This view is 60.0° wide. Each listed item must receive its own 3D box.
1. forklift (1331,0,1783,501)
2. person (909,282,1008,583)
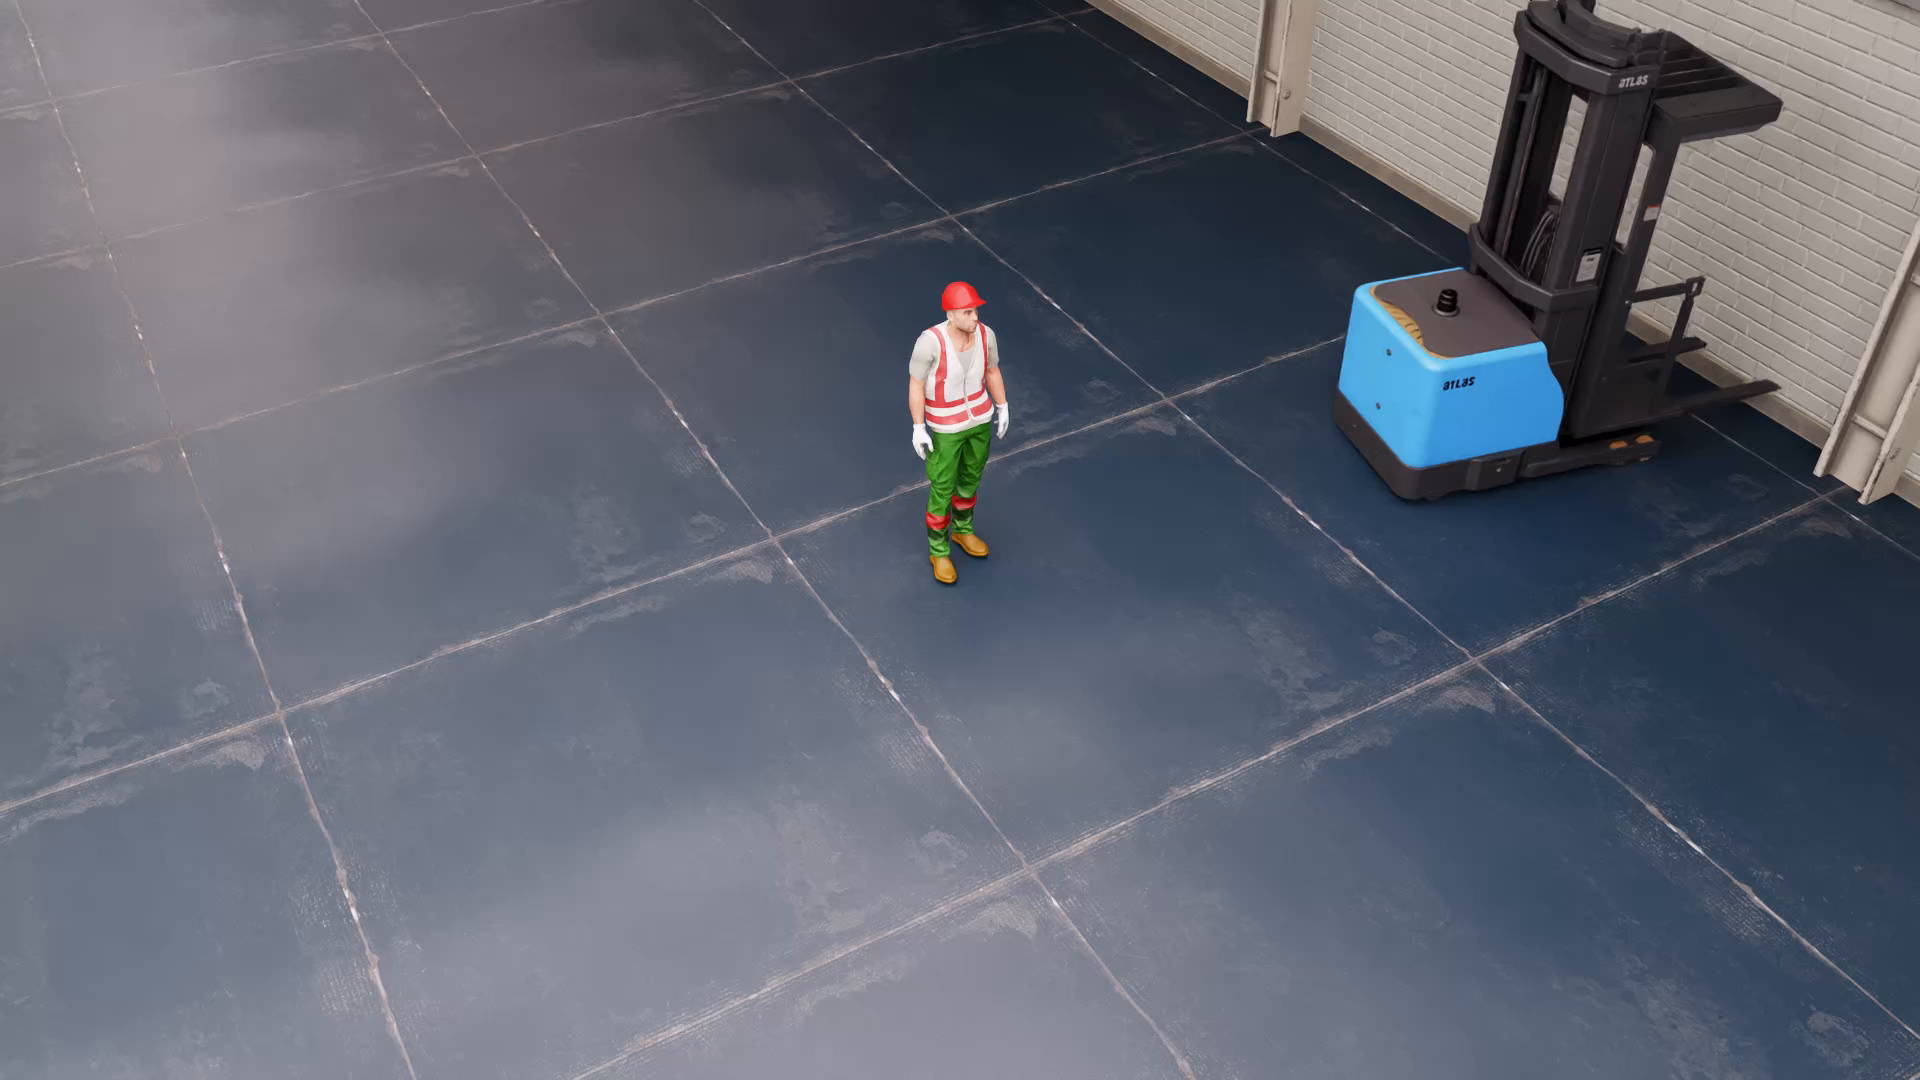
[{"bbox_3d":[4.080,-1.925,10.357,3.031,2.935,1.130,-12,41,-14],"label":"forklift"},{"bbox_3d":[0.030,-0.646,9.698,0.637,1.790,0.562,-20,44,-23],"label":"person"}]
